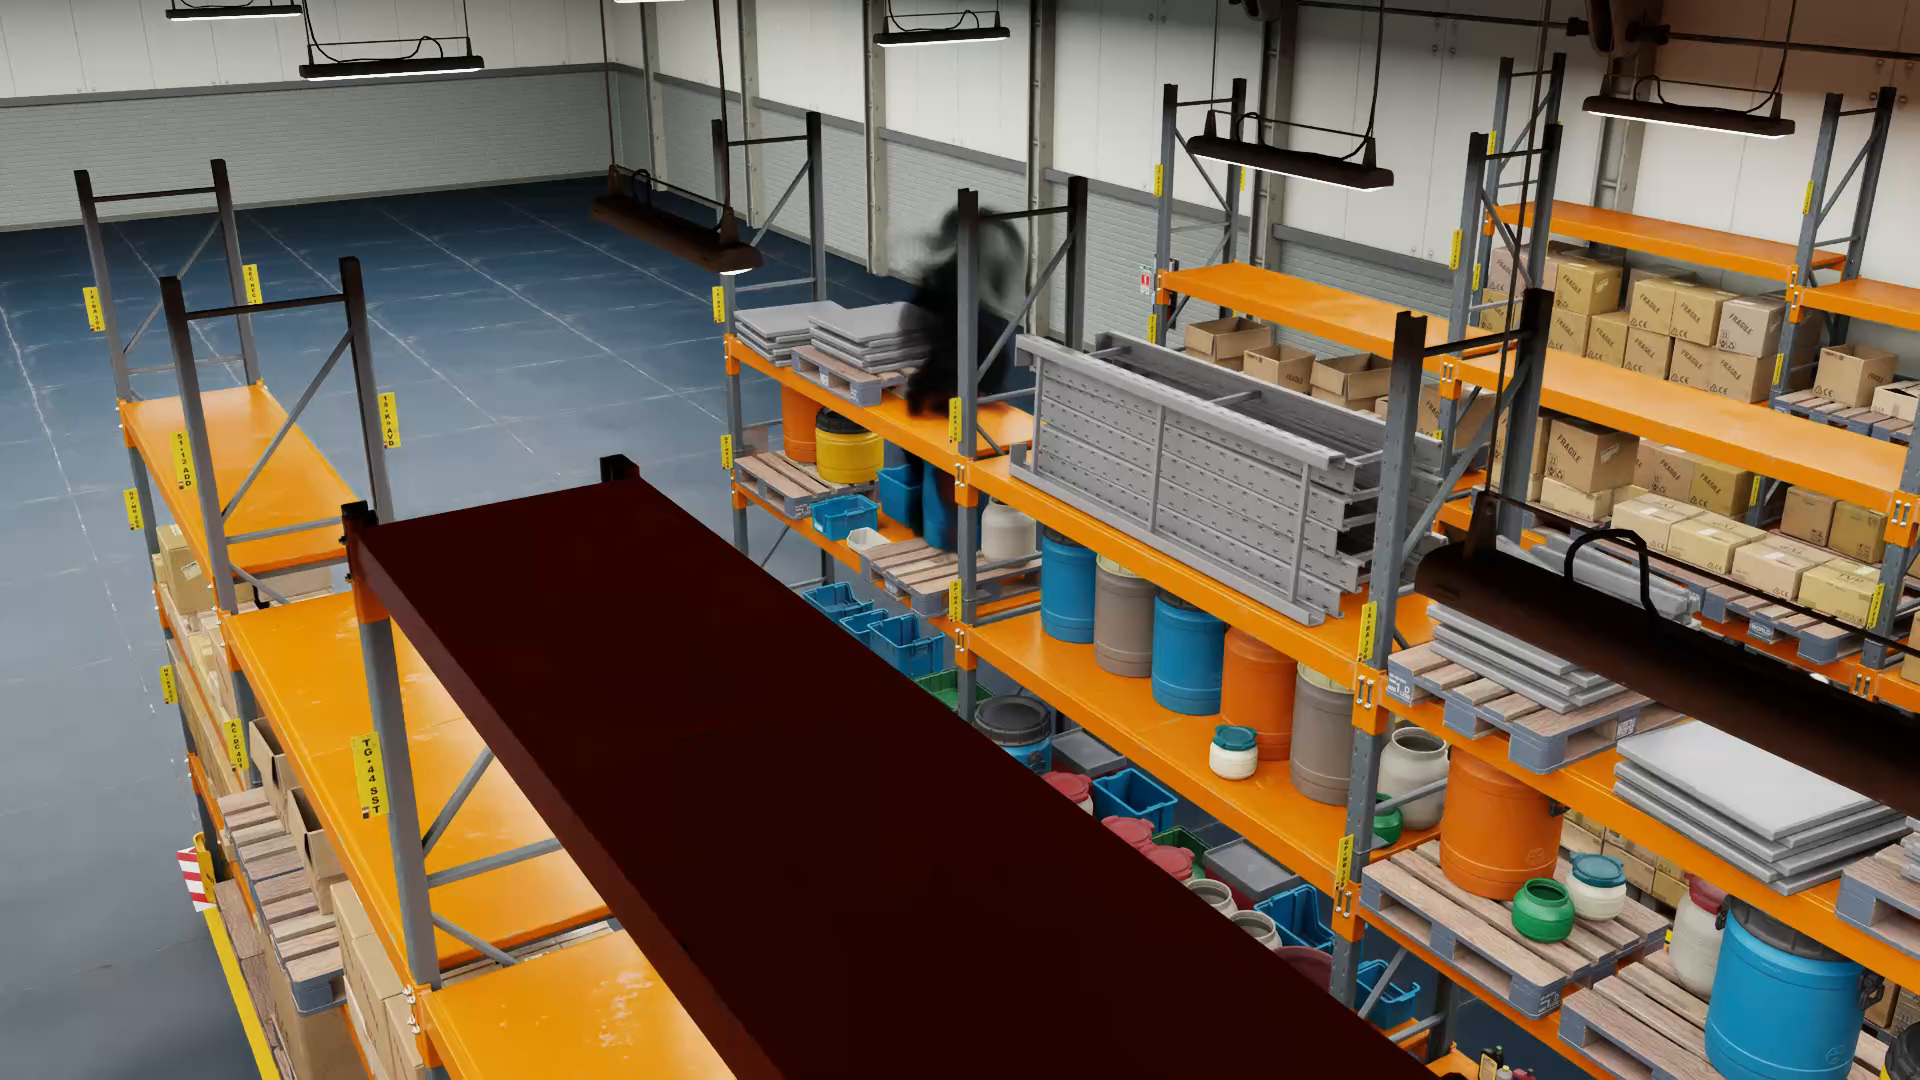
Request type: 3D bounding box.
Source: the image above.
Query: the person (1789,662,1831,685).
[{"bbox_3d":[7.351,1.759,14.688,0.681,1.759,0.778,-12,25,-28],"label":"person"}]
